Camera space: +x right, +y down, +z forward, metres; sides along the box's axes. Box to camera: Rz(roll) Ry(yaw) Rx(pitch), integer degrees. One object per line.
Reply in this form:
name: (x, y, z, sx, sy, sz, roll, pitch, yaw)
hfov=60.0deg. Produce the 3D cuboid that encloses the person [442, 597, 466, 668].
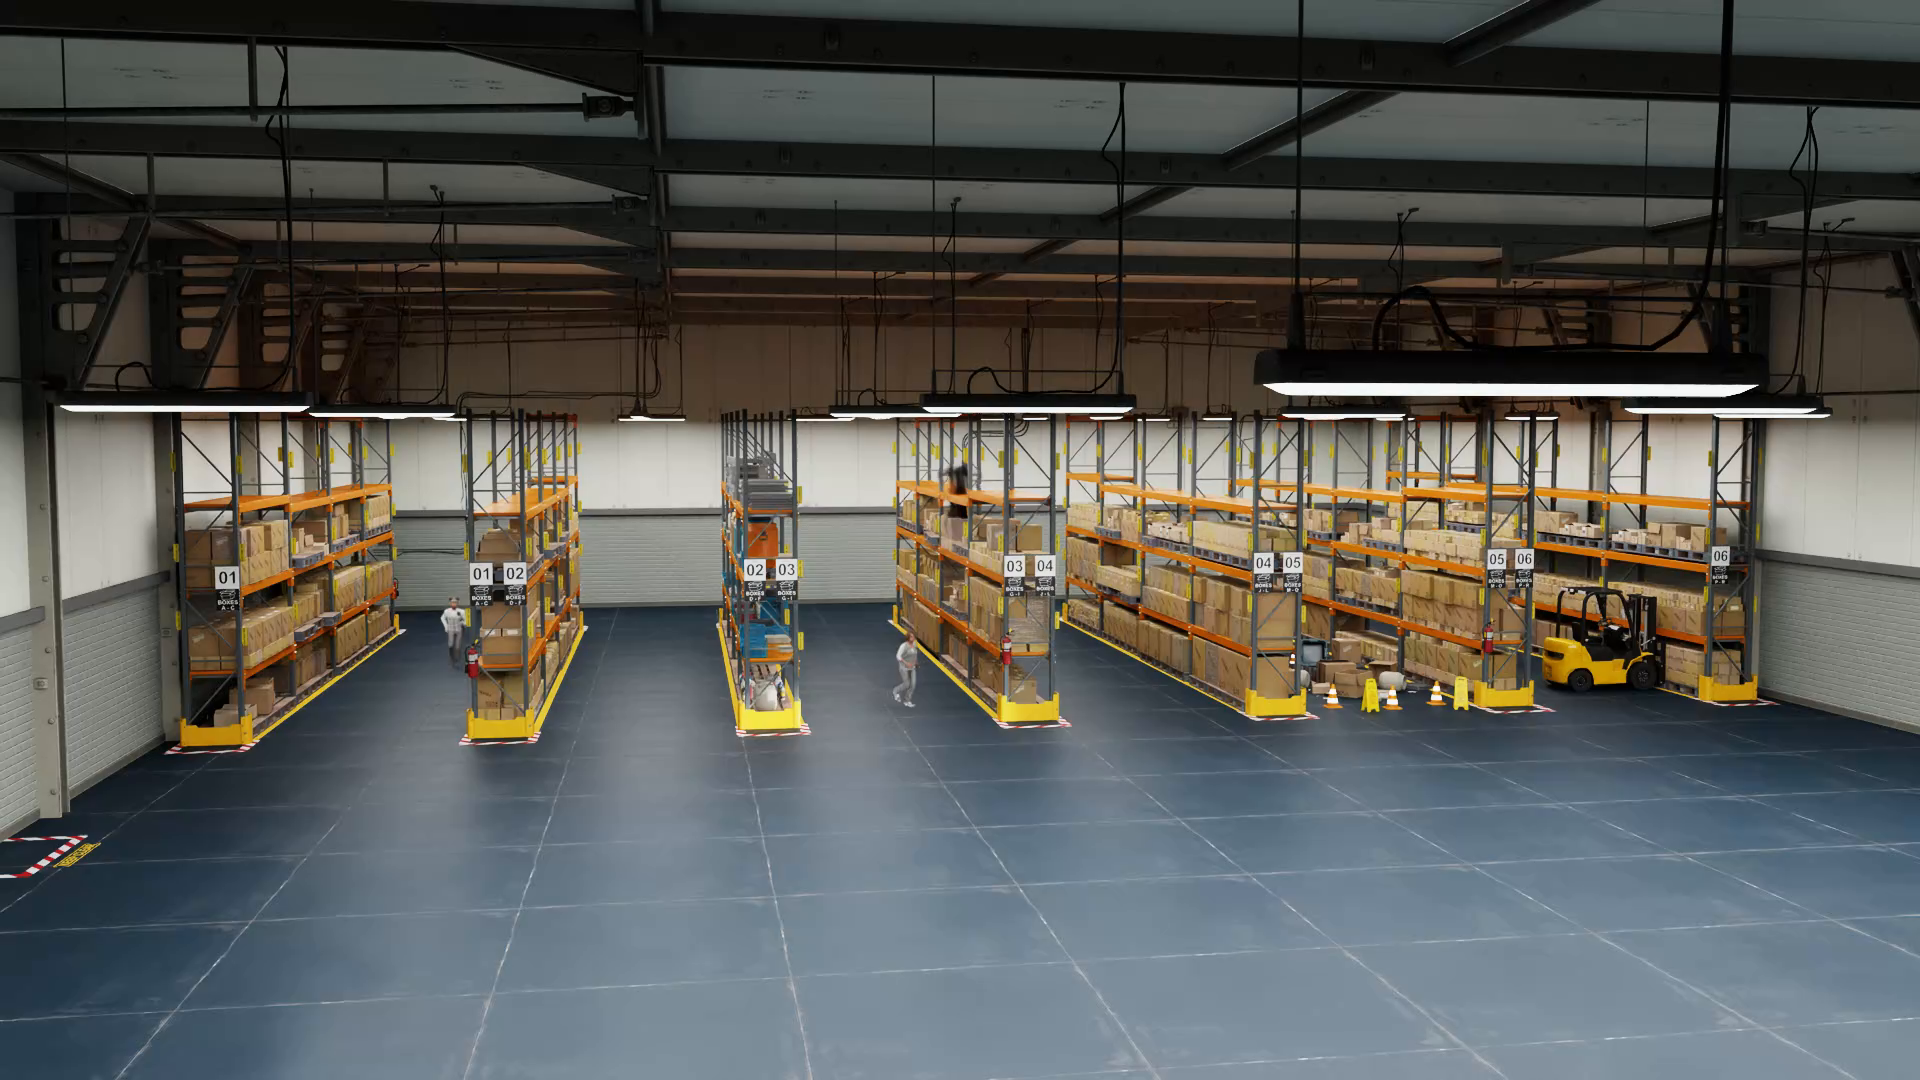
person: (-11.874, 2.165, 39.044, 0.632, 1.673, 0.622, -1, 4, -9)

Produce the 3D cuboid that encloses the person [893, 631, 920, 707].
person: (-1.103, 2.615, 33.771, 0.539, 1.533, 0.685, -3, 5, -37)

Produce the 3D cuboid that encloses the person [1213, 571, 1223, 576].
person: (7.851, 1.376, 50.590, 0.584, 1.621, 0.605, -1, 4, -8)
